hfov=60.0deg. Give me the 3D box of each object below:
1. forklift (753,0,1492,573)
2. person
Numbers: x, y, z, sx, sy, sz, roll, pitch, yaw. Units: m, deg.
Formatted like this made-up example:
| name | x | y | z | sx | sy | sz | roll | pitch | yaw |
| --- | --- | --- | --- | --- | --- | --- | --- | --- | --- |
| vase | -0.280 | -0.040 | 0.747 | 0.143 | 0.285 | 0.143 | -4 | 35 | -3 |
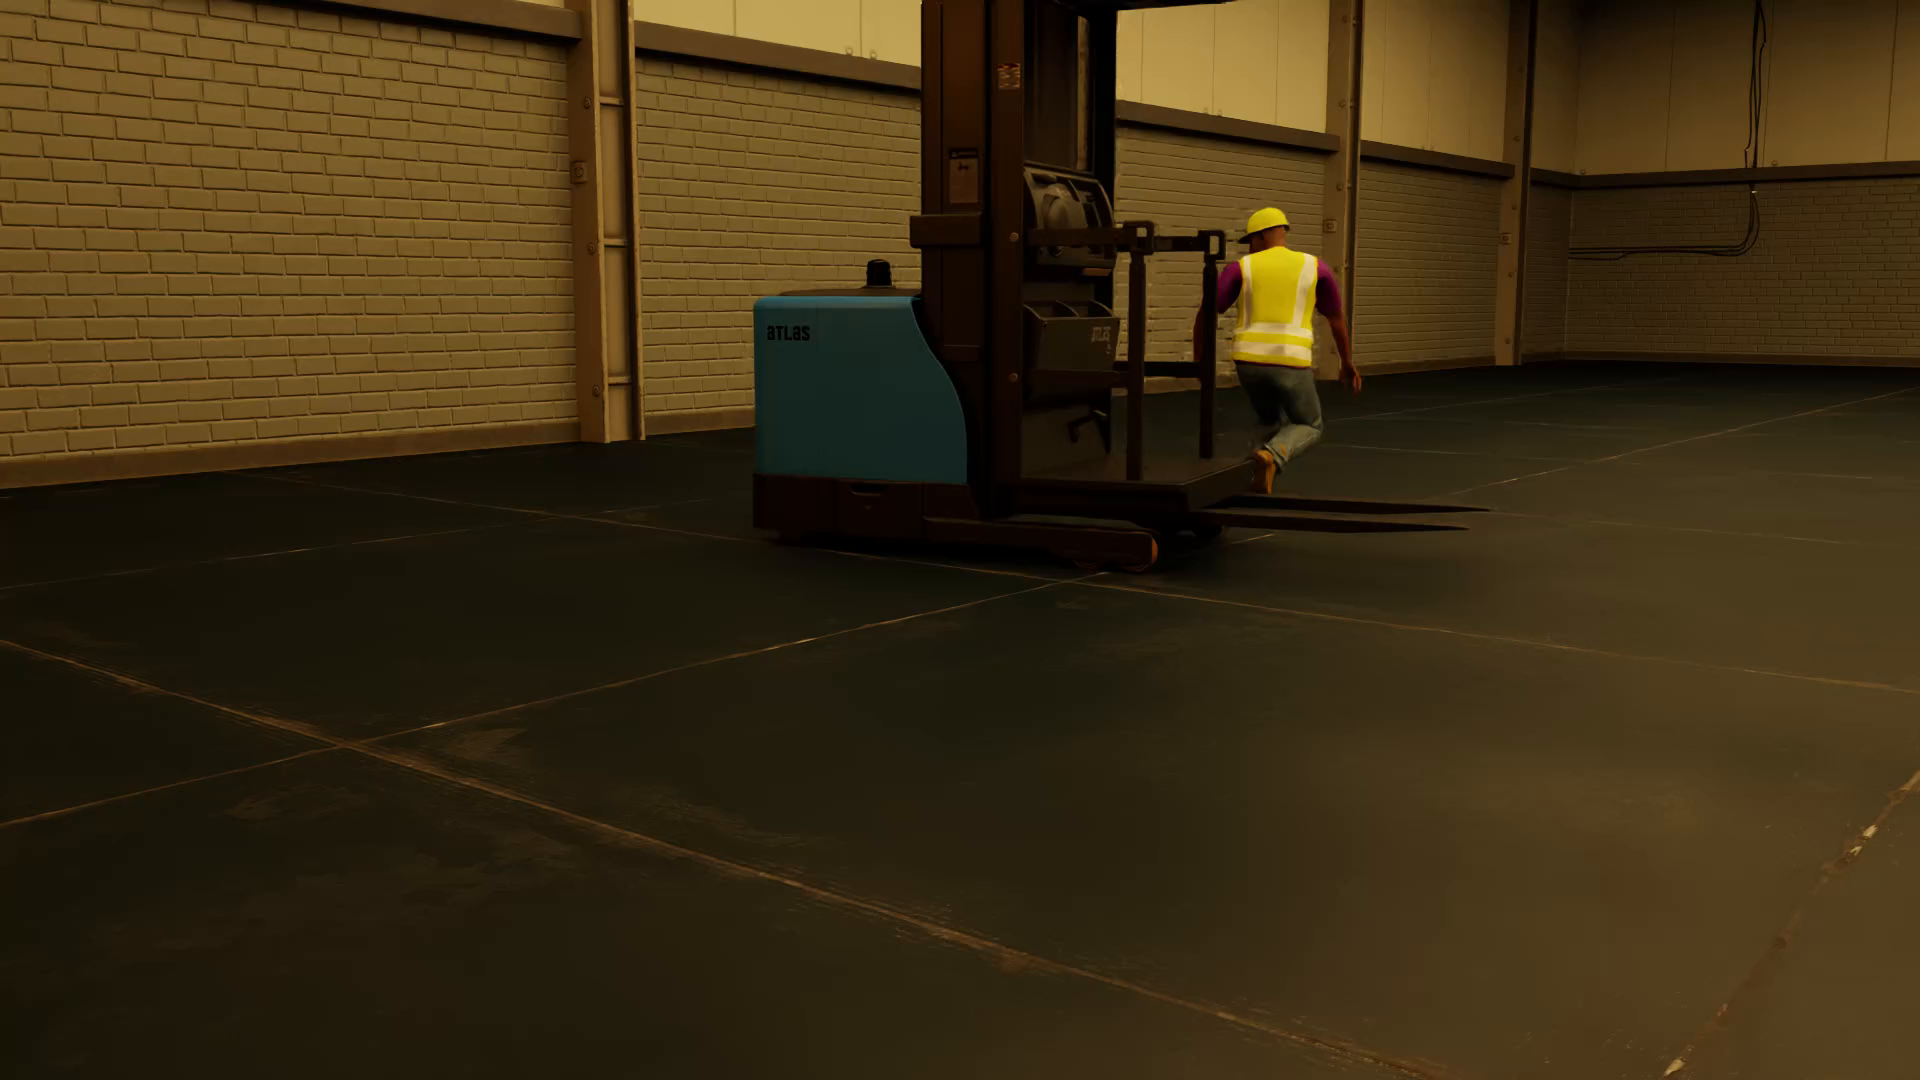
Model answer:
| name | x | y | z | sx | sy | sz | roll | pitch | yaw |
| --- | --- | --- | --- | --- | --- | --- | --- | --- | --- |
| forklift | 0.651 | -1.410 | 6.916 | 3.031 | 2.935 | 1.130 | 4 | 9 | 25 |
| person | 1.647 | -0.976 | 8.782 | 0.872 | 1.555 | 0.647 | 4 | 9 | 26 |
